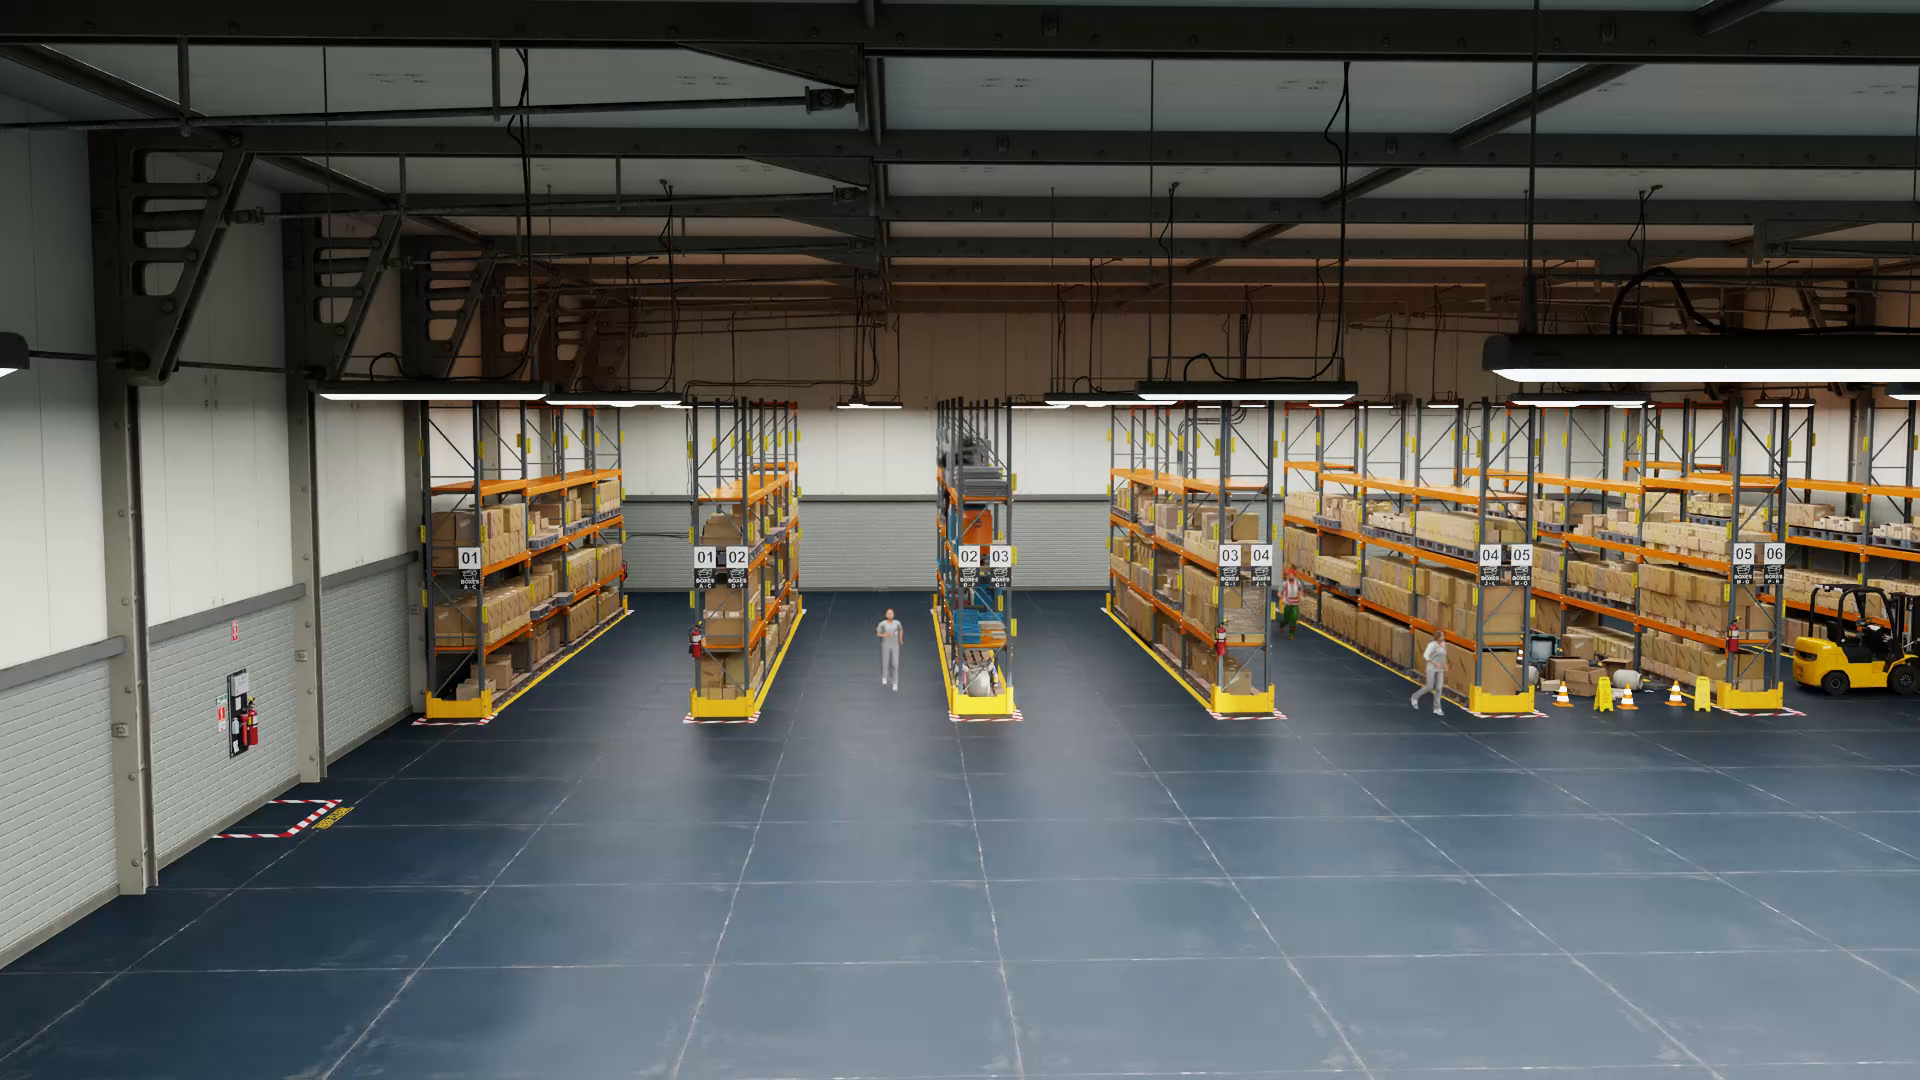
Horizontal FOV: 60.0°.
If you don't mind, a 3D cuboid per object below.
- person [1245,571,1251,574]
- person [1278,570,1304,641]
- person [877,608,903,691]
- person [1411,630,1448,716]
[{"bbox_3d":[8.070,1.397,46.044,0.558,1.534,0.599,0,4,-2],"label":"person"},{"bbox_3d":[8.309,1.629,41.776,0.661,1.771,0.791,0,4,-3],"label":"person"},{"bbox_3d":[-1.435,2.218,34.196,0.564,1.652,0.970,-1,4,-11],"label":"person"},{"bbox_3d":[9.039,2.494,31.591,0.594,1.590,0.731,-2,5,-29],"label":"person"}]
